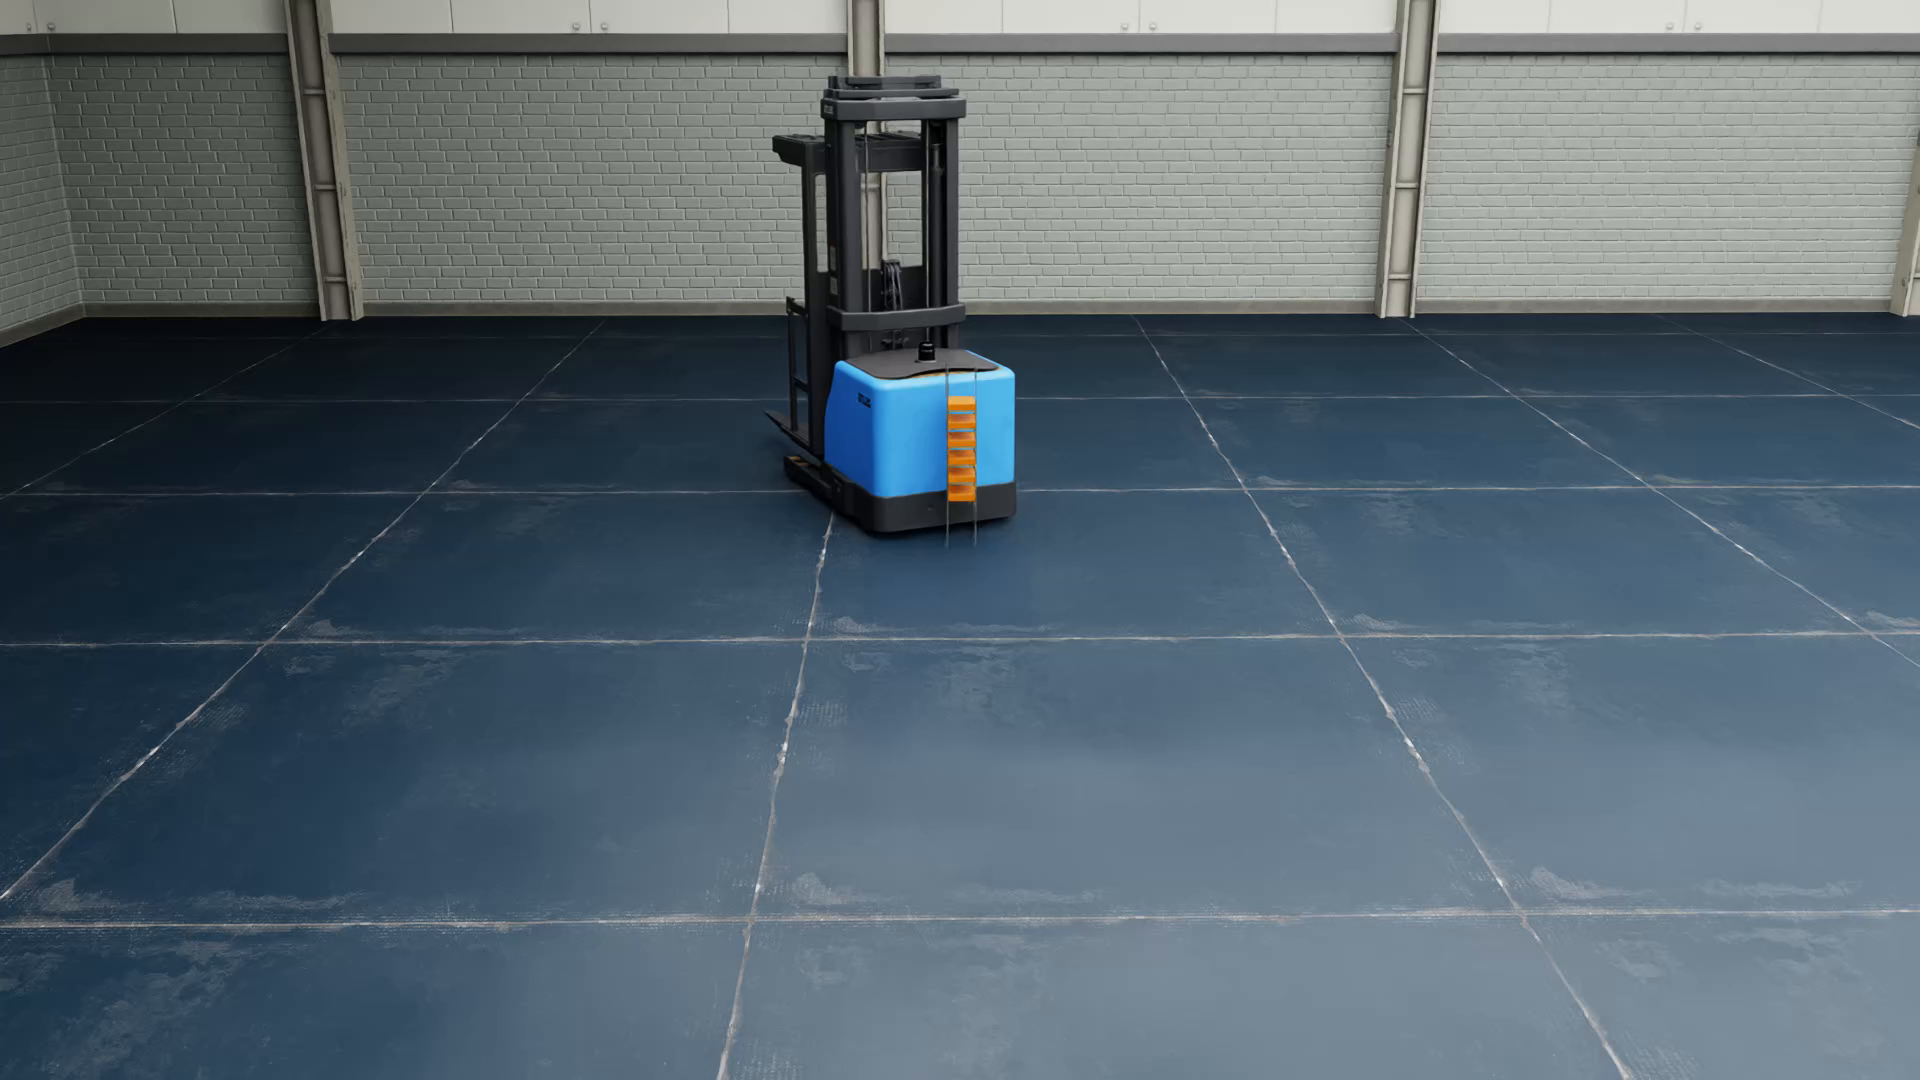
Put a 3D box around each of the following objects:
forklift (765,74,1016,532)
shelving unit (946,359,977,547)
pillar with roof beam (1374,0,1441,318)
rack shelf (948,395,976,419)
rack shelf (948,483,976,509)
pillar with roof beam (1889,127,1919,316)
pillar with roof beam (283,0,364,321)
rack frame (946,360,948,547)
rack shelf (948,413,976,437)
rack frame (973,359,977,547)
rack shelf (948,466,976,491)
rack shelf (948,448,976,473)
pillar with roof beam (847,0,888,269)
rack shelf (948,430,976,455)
[{"bbox_3d":[-0.675,-1.855,12.031,1.130,2.935,3.031,-8,19,-23],"label":"forklift"},{"bbox_3d":[0.007,-0.560,10.828,0.189,1.200,0.258,-1,18,-2],"label":"shelving unit"},{"bbox_3d":[5.050,-5.550,13.618,0.400,9.000,9.100,0,18,-1],"label":"pillar with roof beam"},{"bbox_3d":[0.007,-0.860,10.731,0.180,0.103,0.258,-1,18,-2],"label":"rack shelf"},{"bbox_3d":[0.007,-0.289,10.915,0.180,0.103,0.258,-1,18,-2],"label":"rack shelf"},{"bbox_3d":[11.049,-5.579,13.708,0.400,9.000,9.100,0,18,-1],"label":"pillar with roof beam"},{"bbox_3d":[-6.949,-5.492,13.437,0.400,9.000,9.100,0,18,-1],"label":"pillar with roof beam"},{"bbox_3d":[-0.084,-0.558,10.824,0.006,1.200,0.240,-1,18,-2],"label":"rack frame"},{"bbox_3d":[0.007,-0.746,10.768,0.180,0.103,0.258,-1,18,-2],"label":"rack shelf"},{"bbox_3d":[0.099,-0.561,10.832,0.006,1.200,0.240,-1,18,-2],"label":"rack frame"},{"bbox_3d":[0.007,-0.403,10.878,0.180,0.103,0.258,-1,18,-2],"label":"rack shelf"},{"bbox_3d":[0.007,-0.517,10.841,0.180,0.103,0.258,-1,18,-2],"label":"rack shelf"},{"bbox_3d":[-0.949,-5.521,13.527,0.400,9.000,9.100,0,18,-1],"label":"pillar with roof beam"},{"bbox_3d":[0.007,-0.632,10.805,0.180,0.103,0.258,-1,18,-2],"label":"rack shelf"}]
